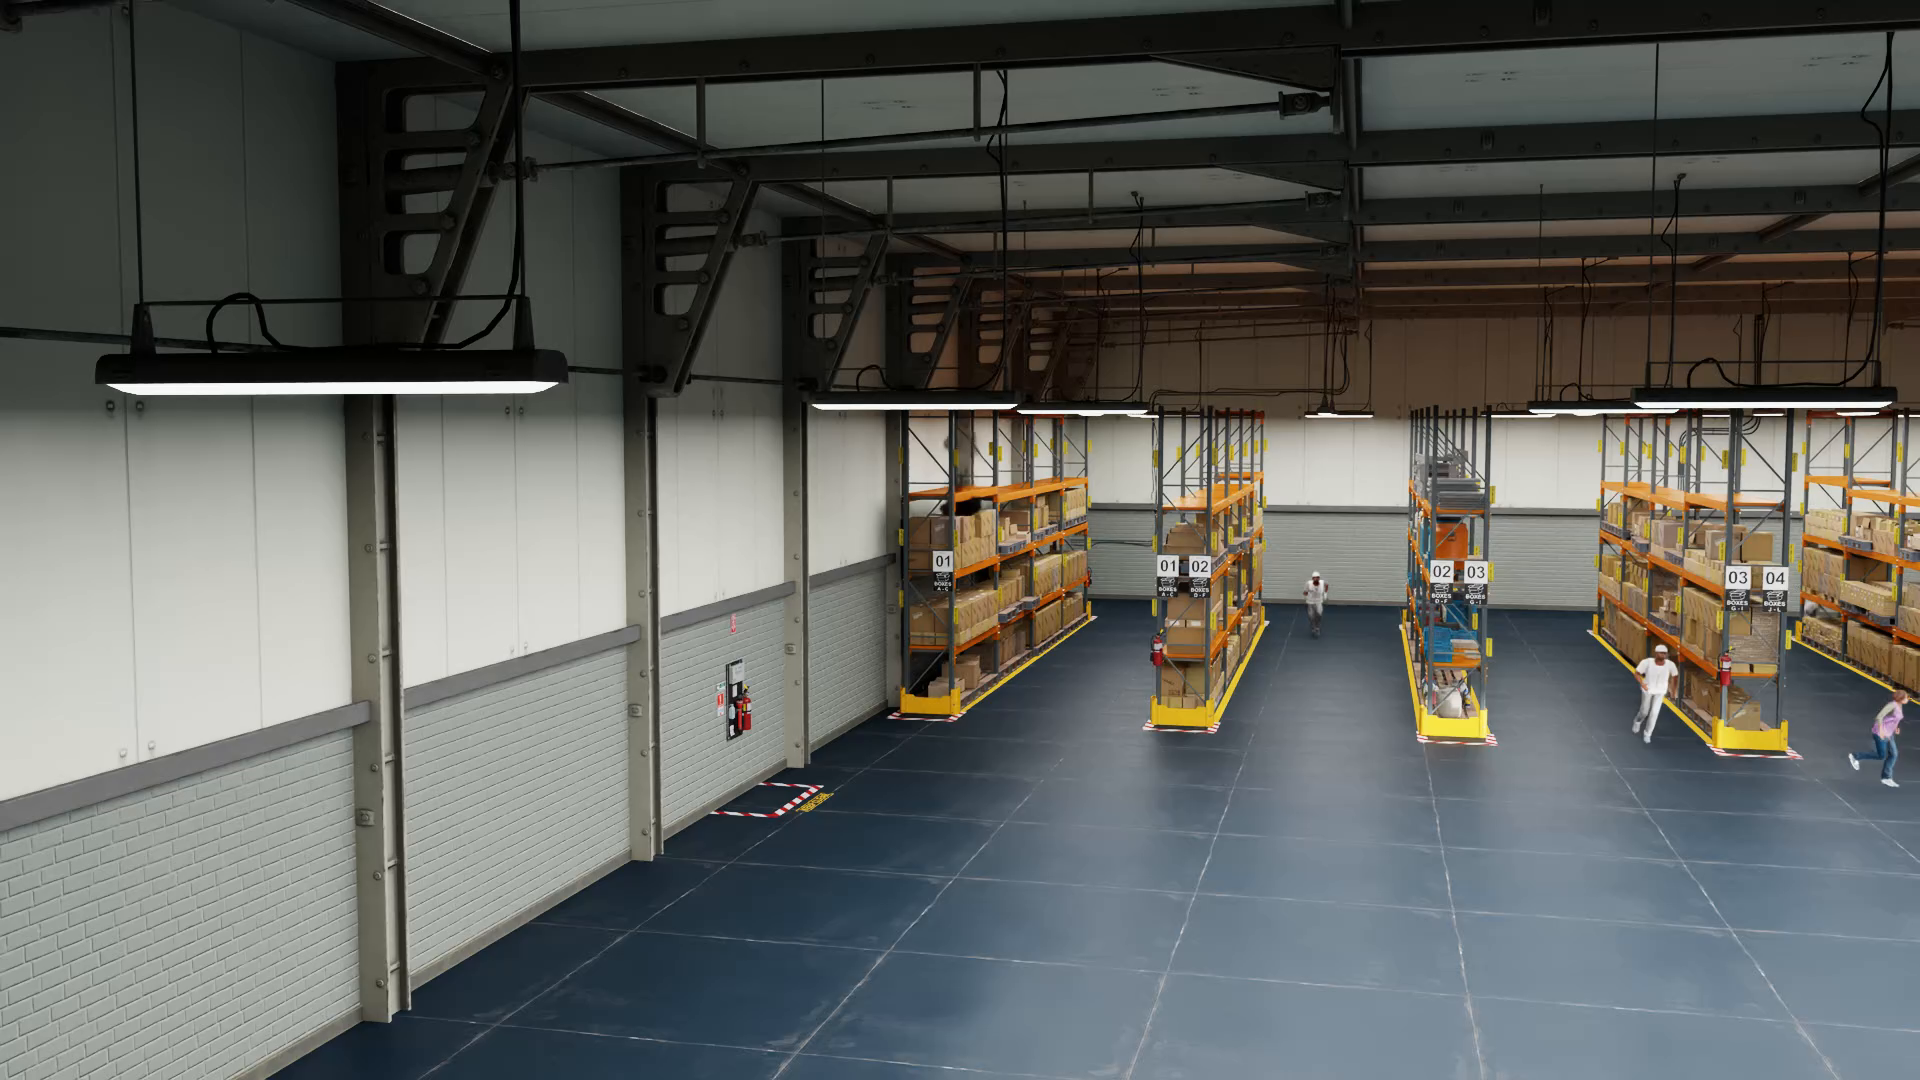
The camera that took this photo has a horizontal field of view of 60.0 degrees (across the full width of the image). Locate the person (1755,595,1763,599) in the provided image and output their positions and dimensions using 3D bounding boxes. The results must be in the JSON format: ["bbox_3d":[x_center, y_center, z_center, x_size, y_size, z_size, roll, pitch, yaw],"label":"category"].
[{"bbox_3d":[20.473,1.847,42.934,0.624,1.628,0.692,2,5,28],"label":"person"}]

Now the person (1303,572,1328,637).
[{"bbox_3d":[9.387,1.688,43.976,0.642,1.725,0.910,1,4,10],"label":"person"}]

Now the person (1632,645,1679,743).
[{"bbox_3d":[12.498,2.732,29.862,0.759,1.741,0.758,1,4,11],"label":"person"}]

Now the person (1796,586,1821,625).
[{"bbox_3d":[22.672,1.687,44.252,0.773,1.811,0.708,2,5,28],"label":"person"}]

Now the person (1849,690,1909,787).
[{"bbox_3d":[14.538,3.096,26.270,0.771,1.546,0.539,4,6,43],"label":"person"}]
